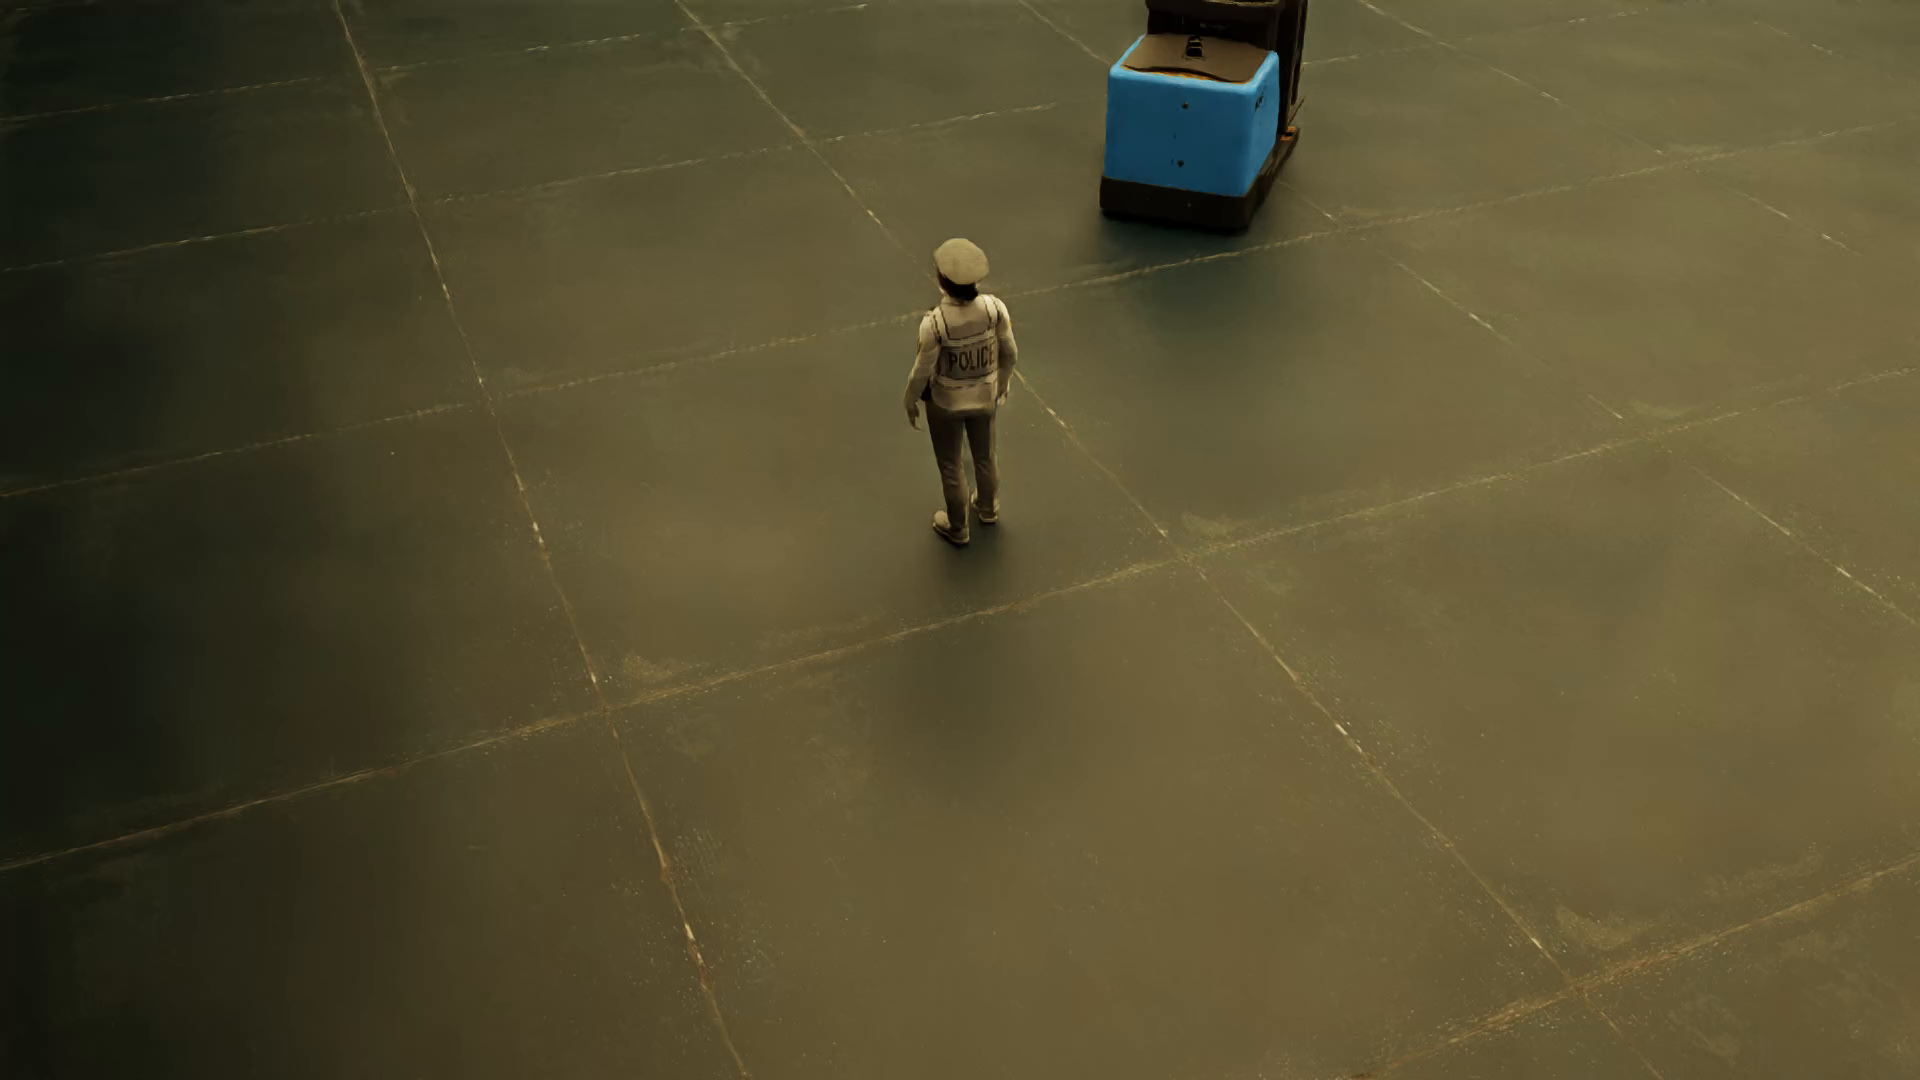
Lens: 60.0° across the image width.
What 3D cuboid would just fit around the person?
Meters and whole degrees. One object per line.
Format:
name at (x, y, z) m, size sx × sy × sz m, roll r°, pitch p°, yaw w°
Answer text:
person at (-0.020, -0.734, 8.185) m, size 0.586 × 1.695 × 0.532 m, roll -14°, pitch 38°, yaw -19°

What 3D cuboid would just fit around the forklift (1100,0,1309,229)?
forklift at (1.994, -4.204, 12.011) m, size 1.130 × 2.935 × 3.031 m, roll 12°, pitch 37°, yaw 17°
